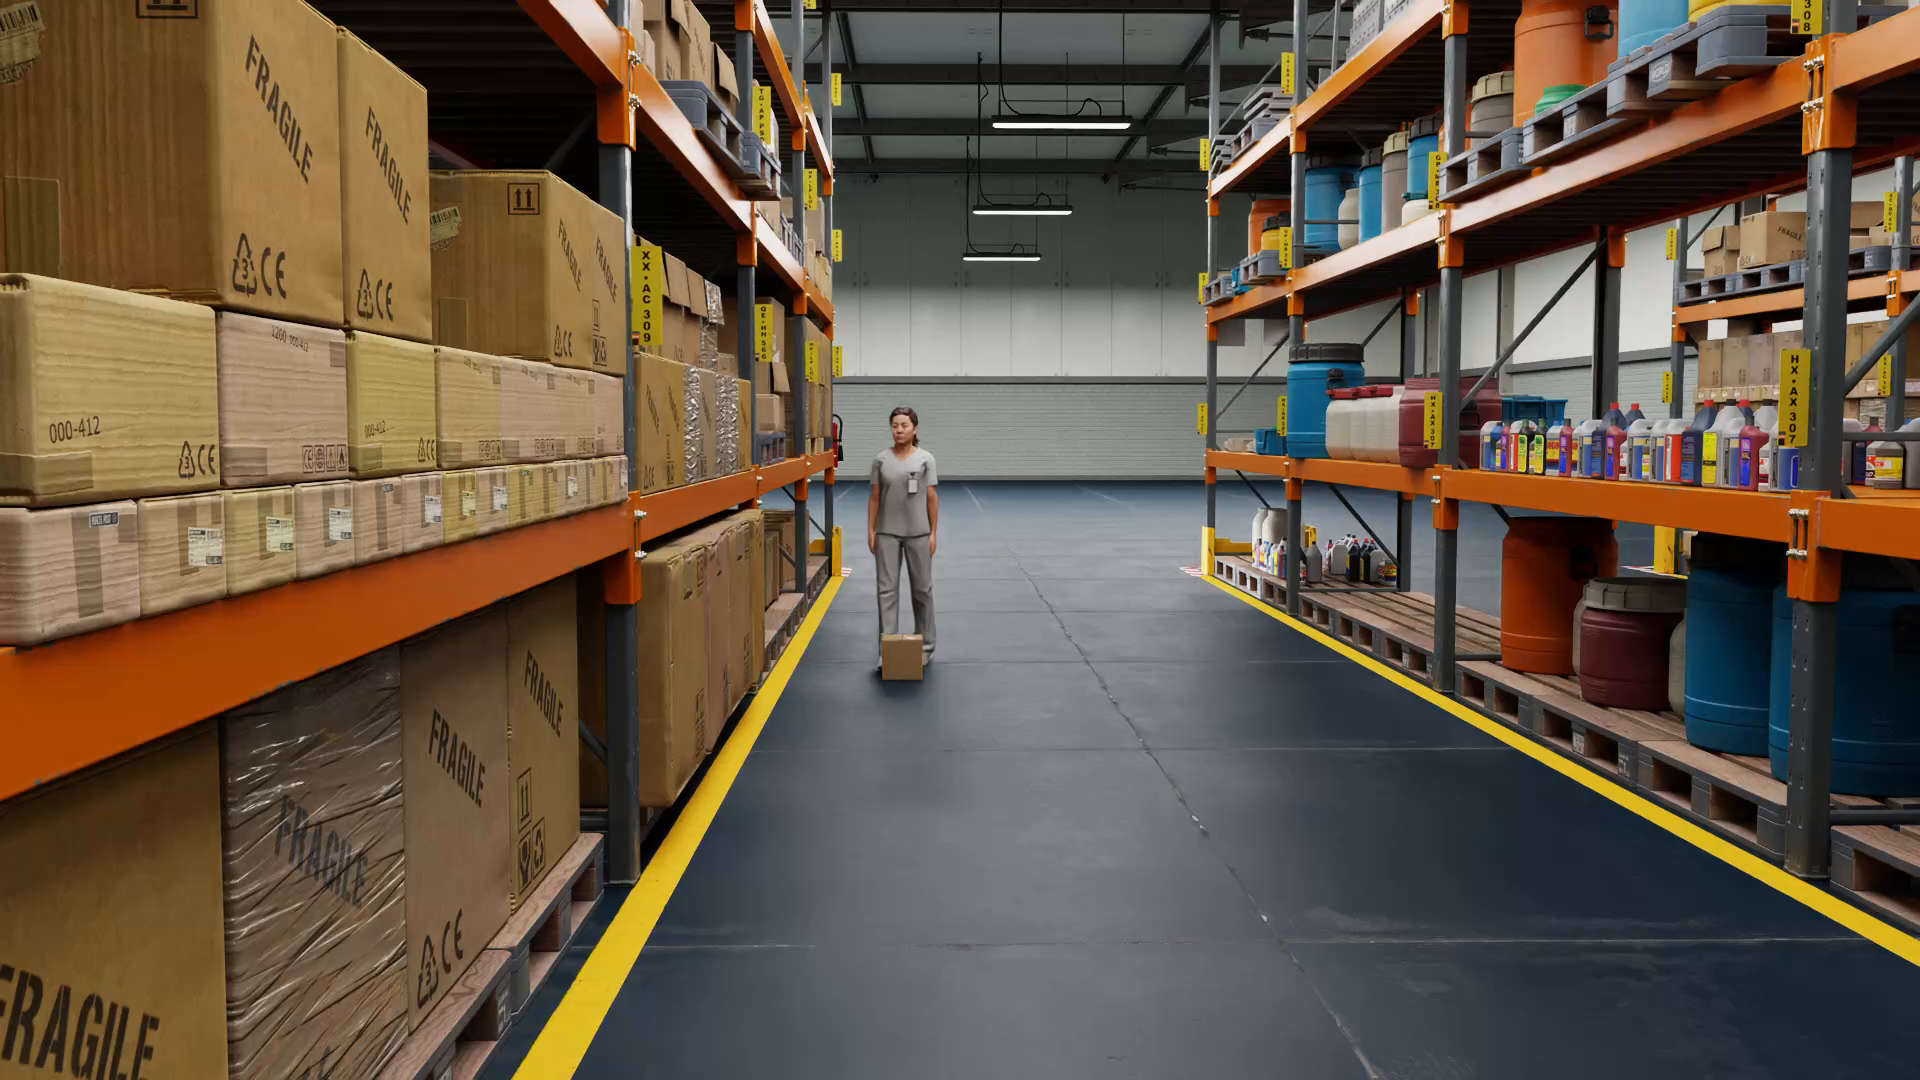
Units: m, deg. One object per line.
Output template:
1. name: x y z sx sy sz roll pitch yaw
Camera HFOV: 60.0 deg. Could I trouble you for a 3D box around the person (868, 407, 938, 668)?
1. person: -0.373 -0.016 10.683 0.453 1.678 0.591 0 4 6
